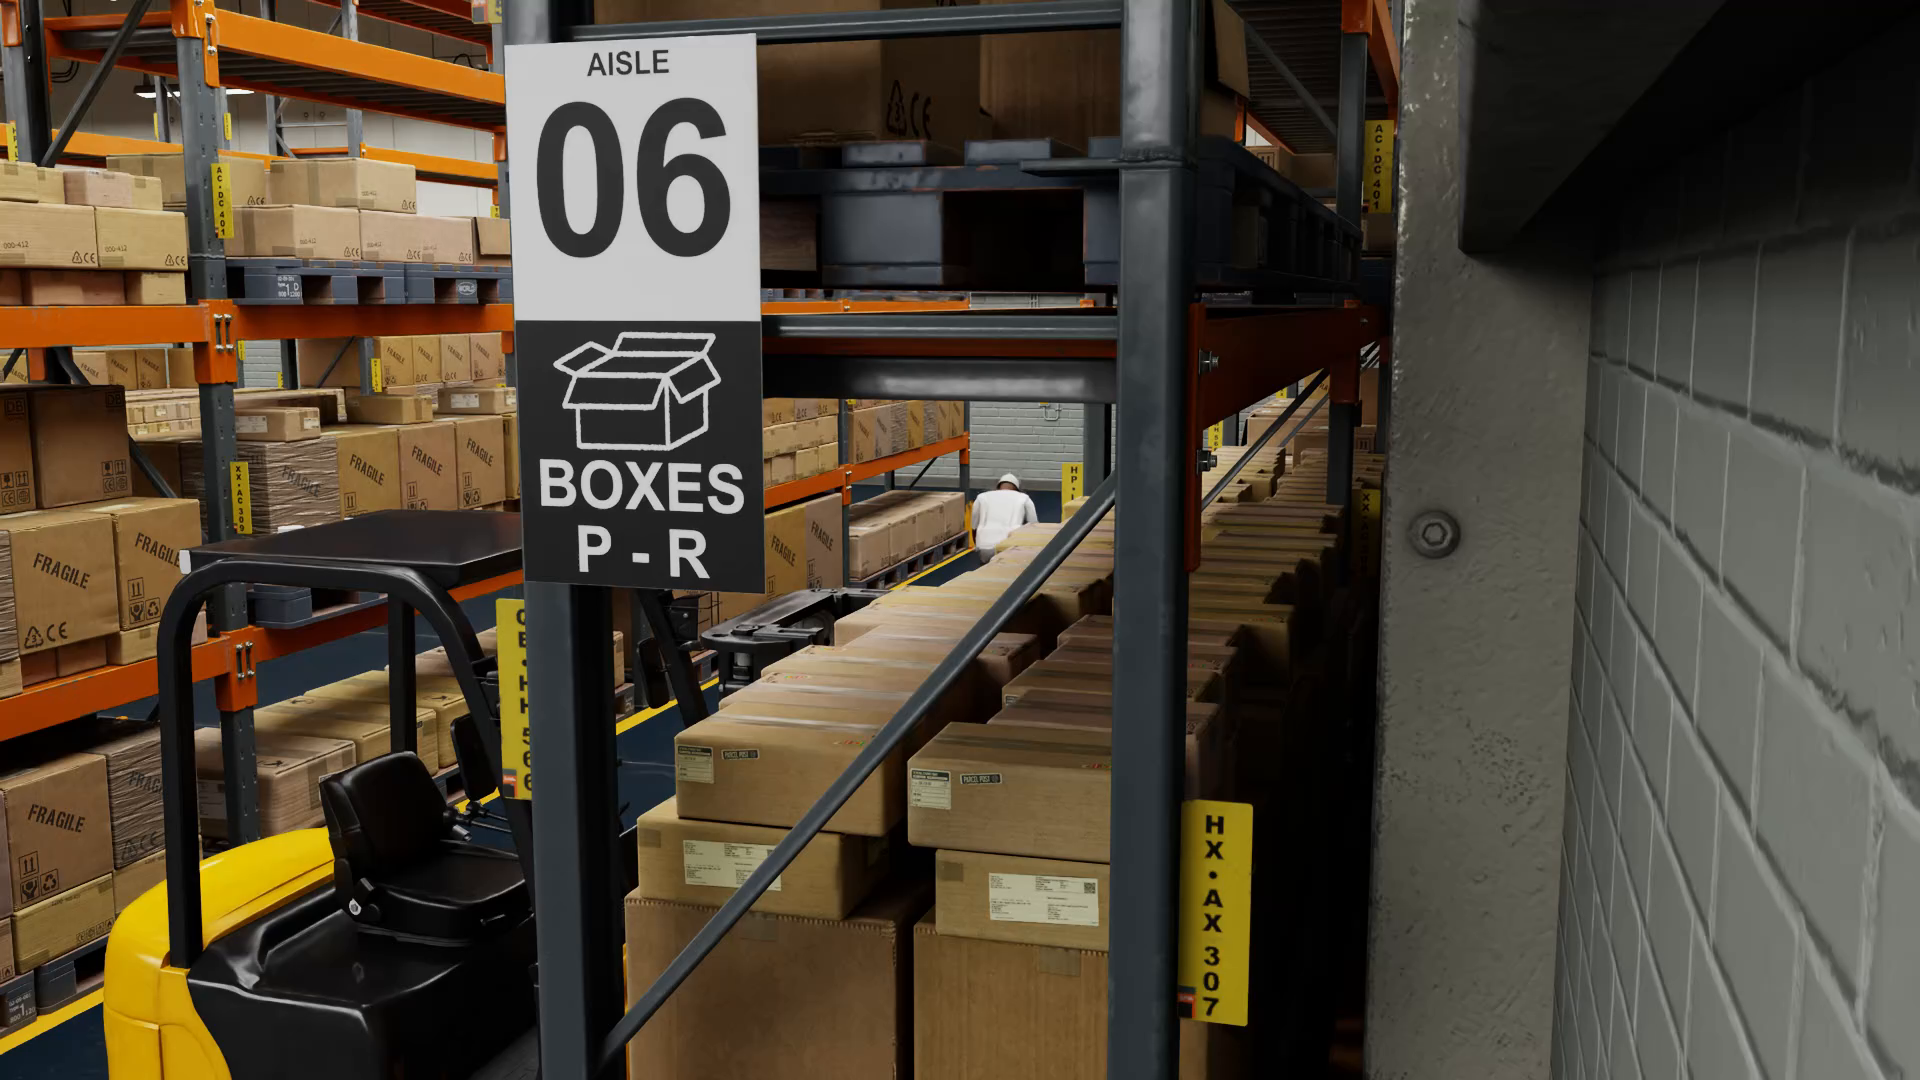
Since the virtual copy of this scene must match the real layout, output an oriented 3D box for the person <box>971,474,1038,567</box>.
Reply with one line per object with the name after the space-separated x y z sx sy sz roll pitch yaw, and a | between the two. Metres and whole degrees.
0.369 0.063 14.889 0.626 1.260 0.823 2 9 16 | person
